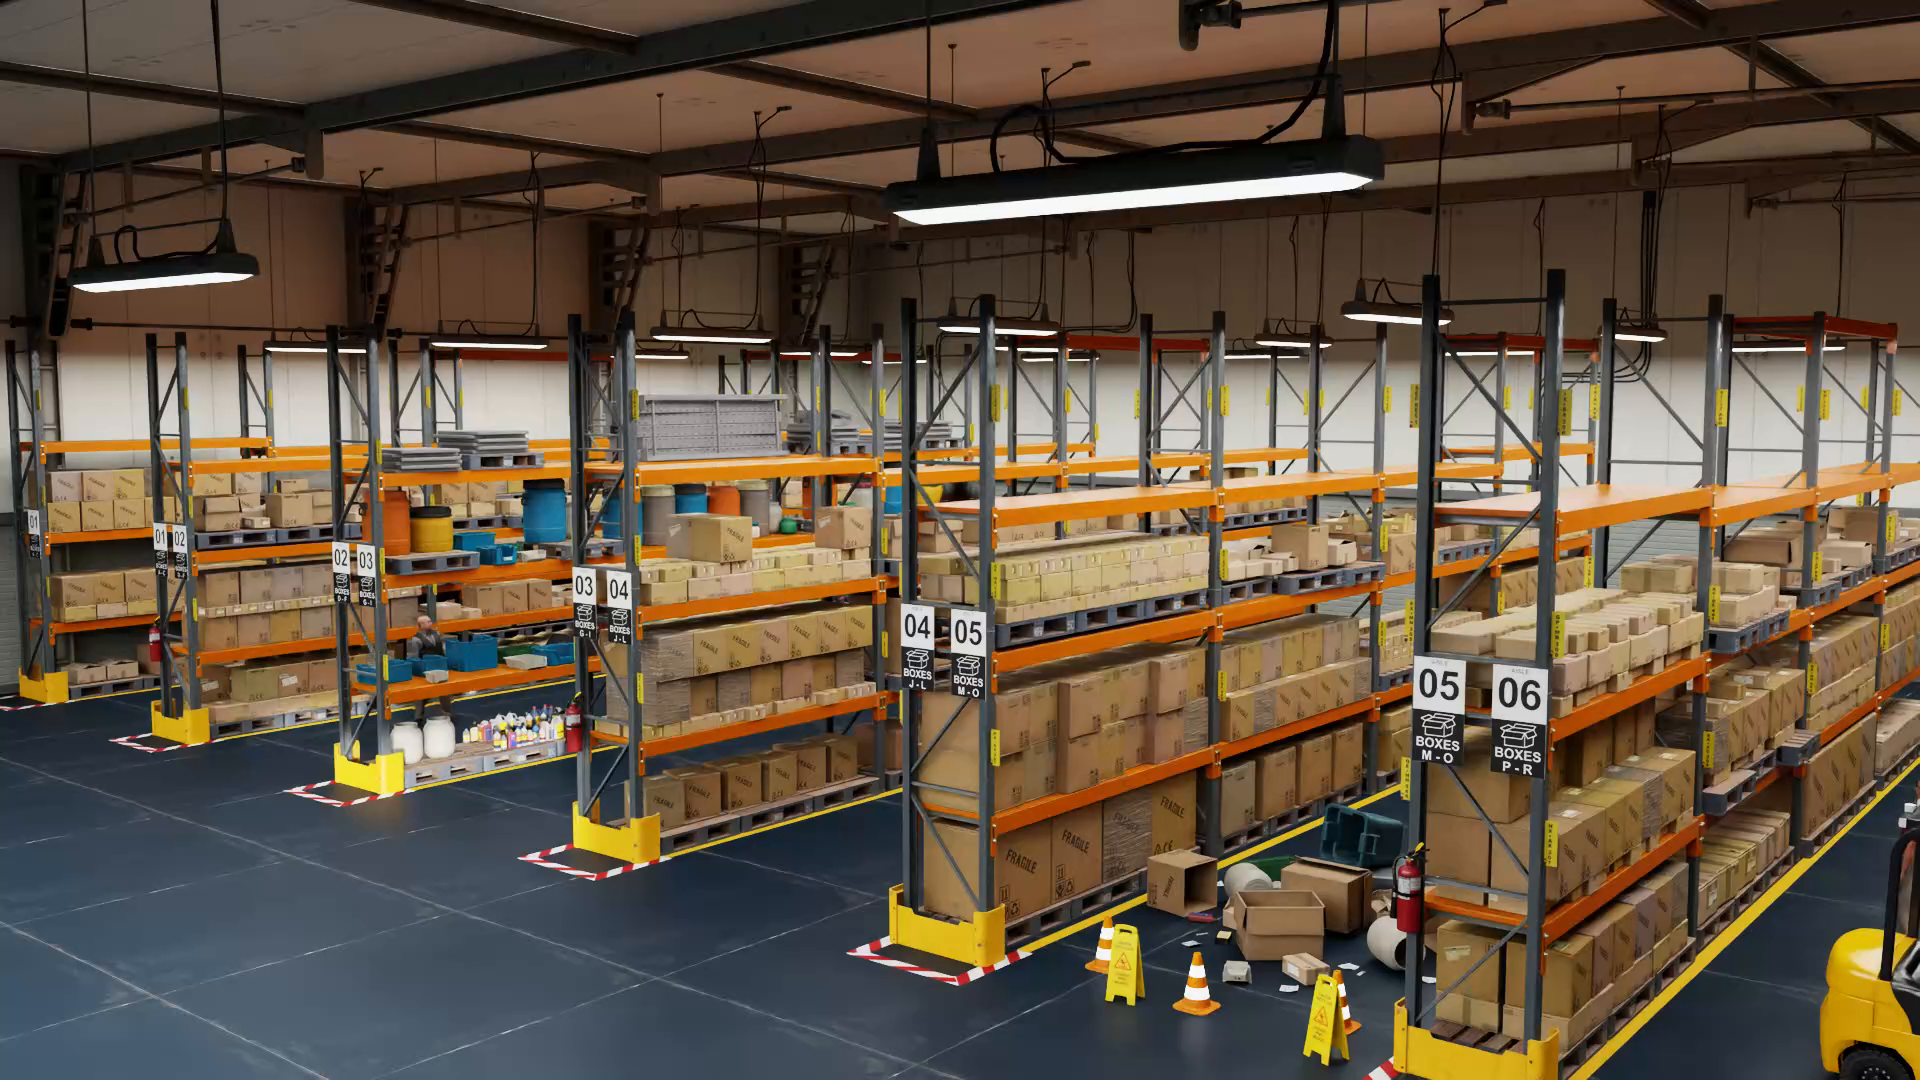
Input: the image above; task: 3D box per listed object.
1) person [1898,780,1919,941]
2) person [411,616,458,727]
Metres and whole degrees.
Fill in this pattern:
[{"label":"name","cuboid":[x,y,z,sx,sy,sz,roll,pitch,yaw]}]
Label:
[{"label":"person","cuboid":[8.672,2.960,15.042,0.555,1.713,0.573,0,5,-2]},{"label":"person","cuboid":[-8.139,2.032,25.642,0.684,1.757,0.510,-5,7,-44]}]
